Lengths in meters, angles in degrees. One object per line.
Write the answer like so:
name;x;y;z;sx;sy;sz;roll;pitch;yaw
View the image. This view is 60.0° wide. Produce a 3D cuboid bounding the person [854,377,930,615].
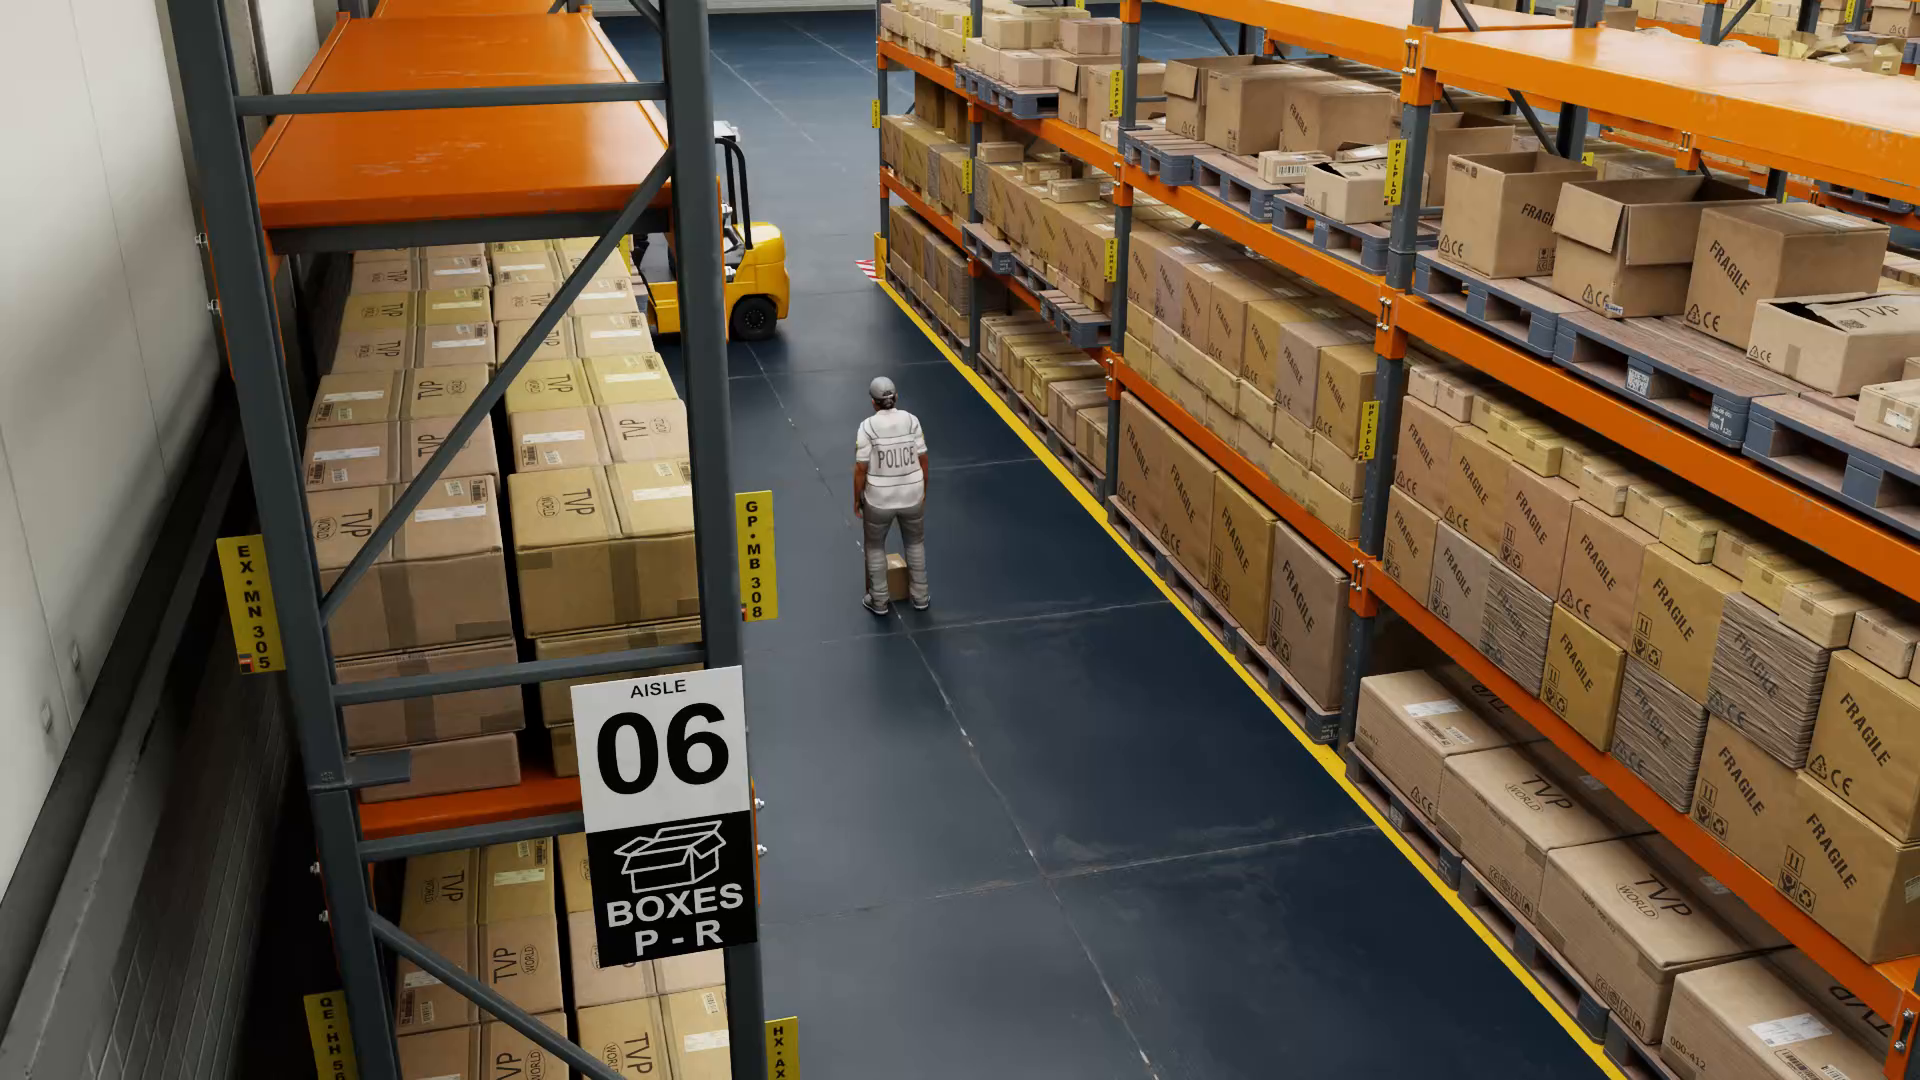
person;-0.463;-0.301;11.338;0.563;1.666;0.457;-8;24;-18
